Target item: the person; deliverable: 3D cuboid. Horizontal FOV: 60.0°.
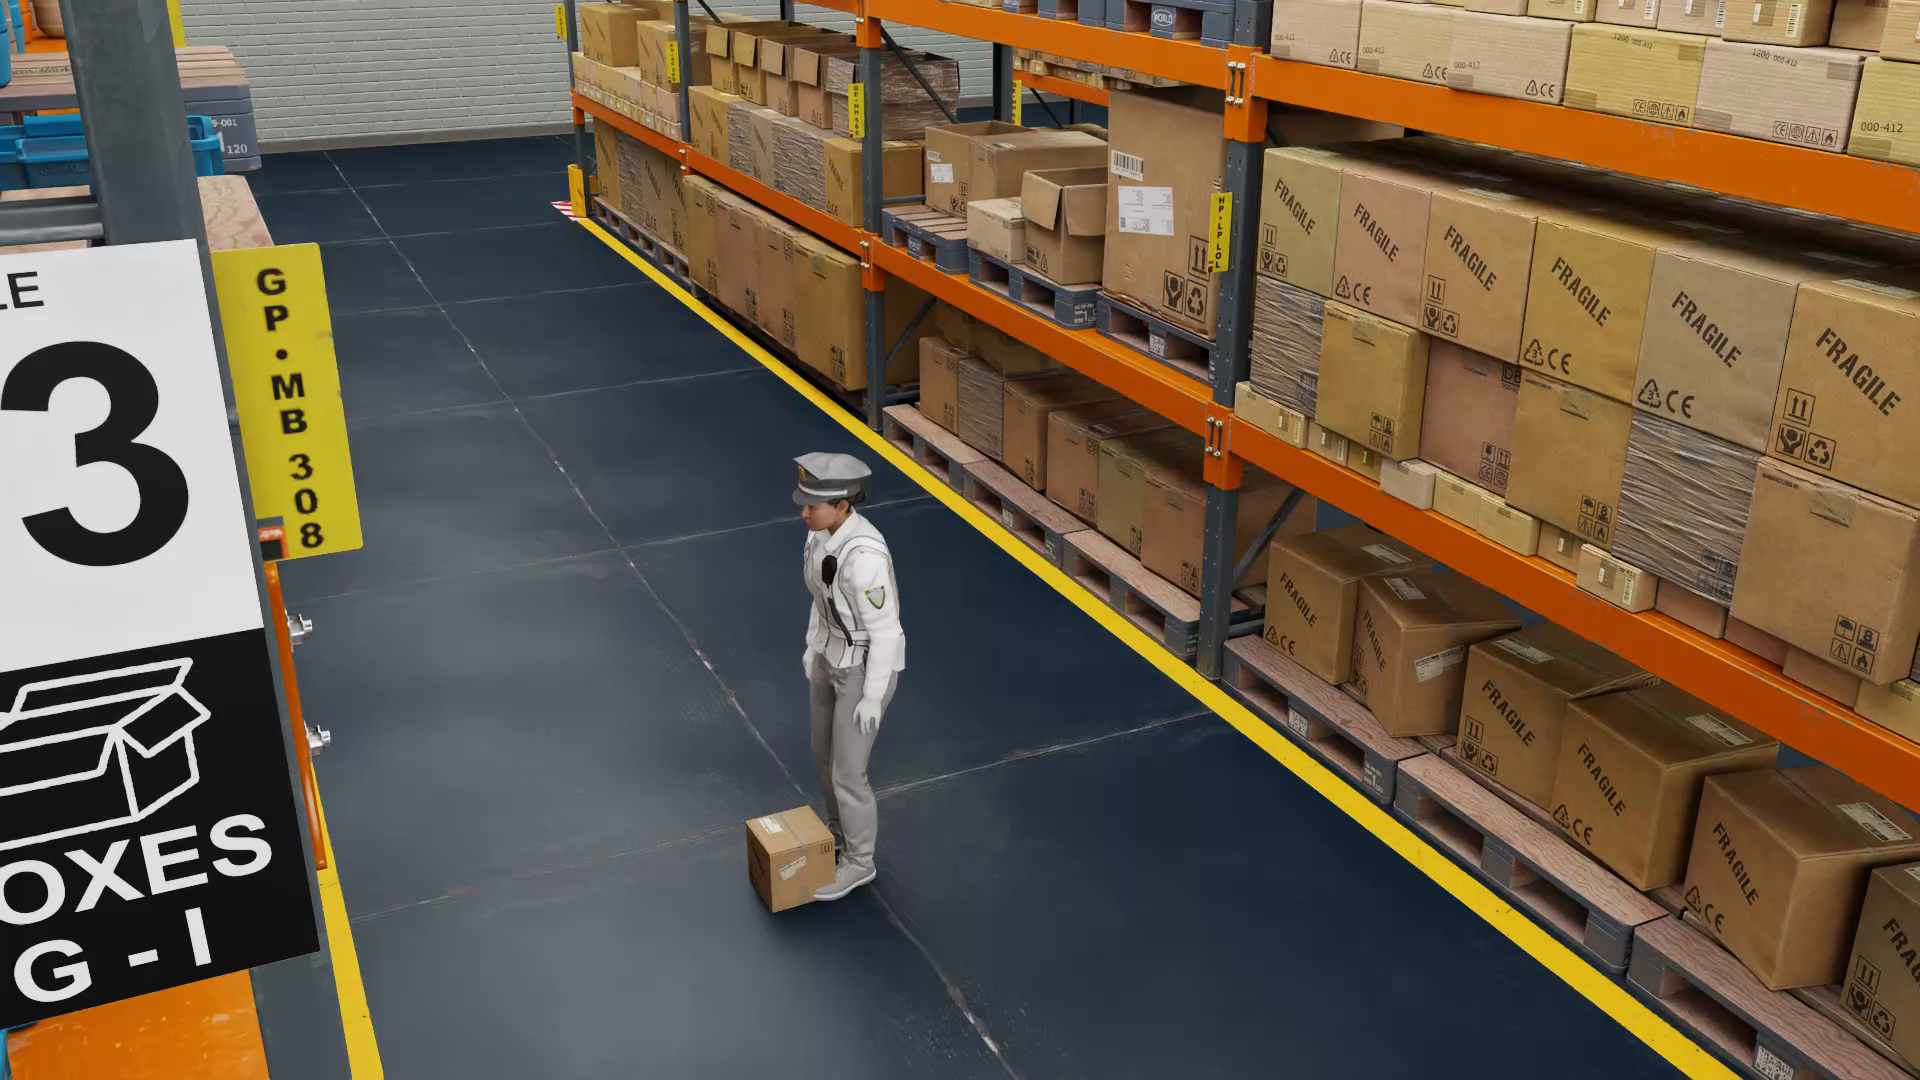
[{"bbox_3d":[-0.420,0.477,5.923,0.415,1.662,0.540,-12,25,-27],"label":"person"}]
